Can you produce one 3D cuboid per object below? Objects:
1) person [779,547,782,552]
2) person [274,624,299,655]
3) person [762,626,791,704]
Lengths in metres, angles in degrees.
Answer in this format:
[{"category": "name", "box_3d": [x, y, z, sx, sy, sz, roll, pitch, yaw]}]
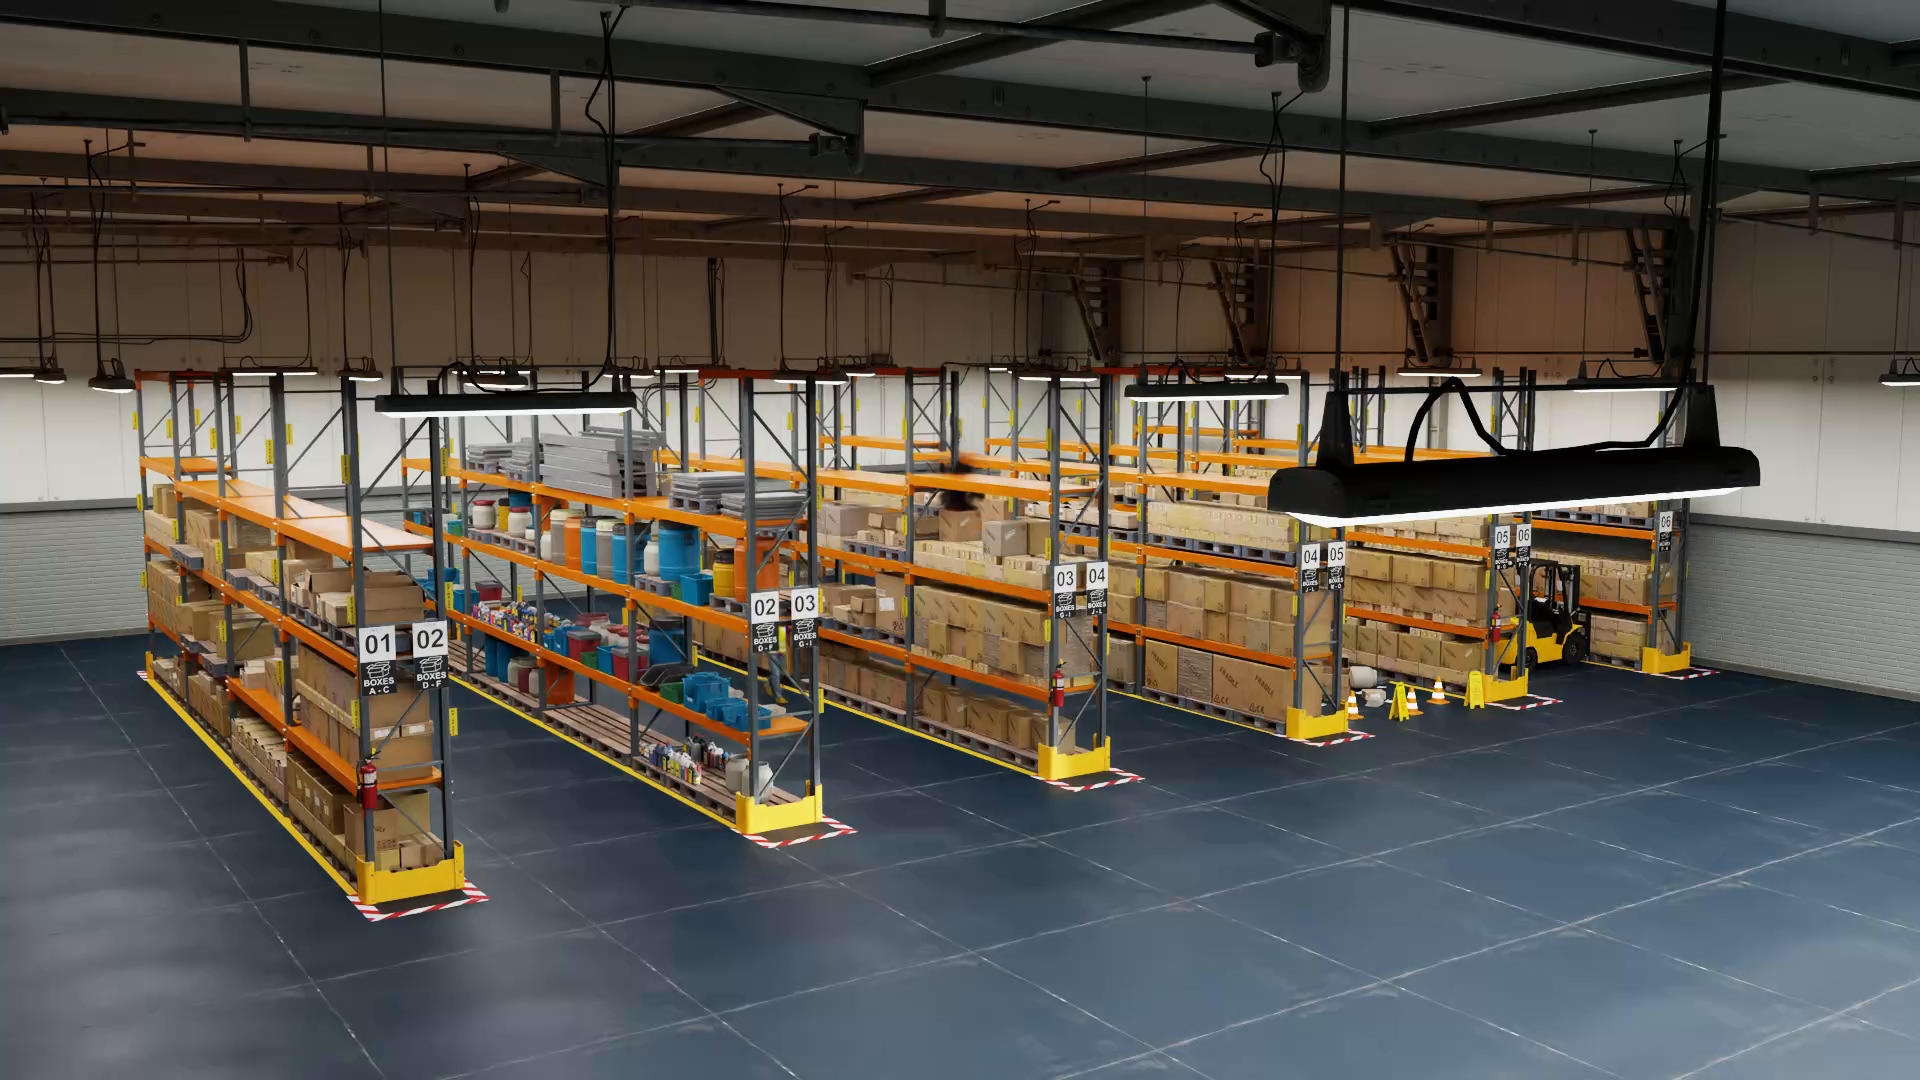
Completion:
[{"category": "person", "box_3d": [-4.606, 0.981, 39.916, 0.795, 1.749, 0.752, 2, 7, 18]}, {"category": "person", "box_3d": [-13.533, 1.753, 33.206, 0.829, 1.696, 0.620, 5, 8, 36]}, {"category": "person", "box_3d": [-3.354, 2.053, 30.149, 0.722, 1.757, 0.835, -6, 9, -41]}]
